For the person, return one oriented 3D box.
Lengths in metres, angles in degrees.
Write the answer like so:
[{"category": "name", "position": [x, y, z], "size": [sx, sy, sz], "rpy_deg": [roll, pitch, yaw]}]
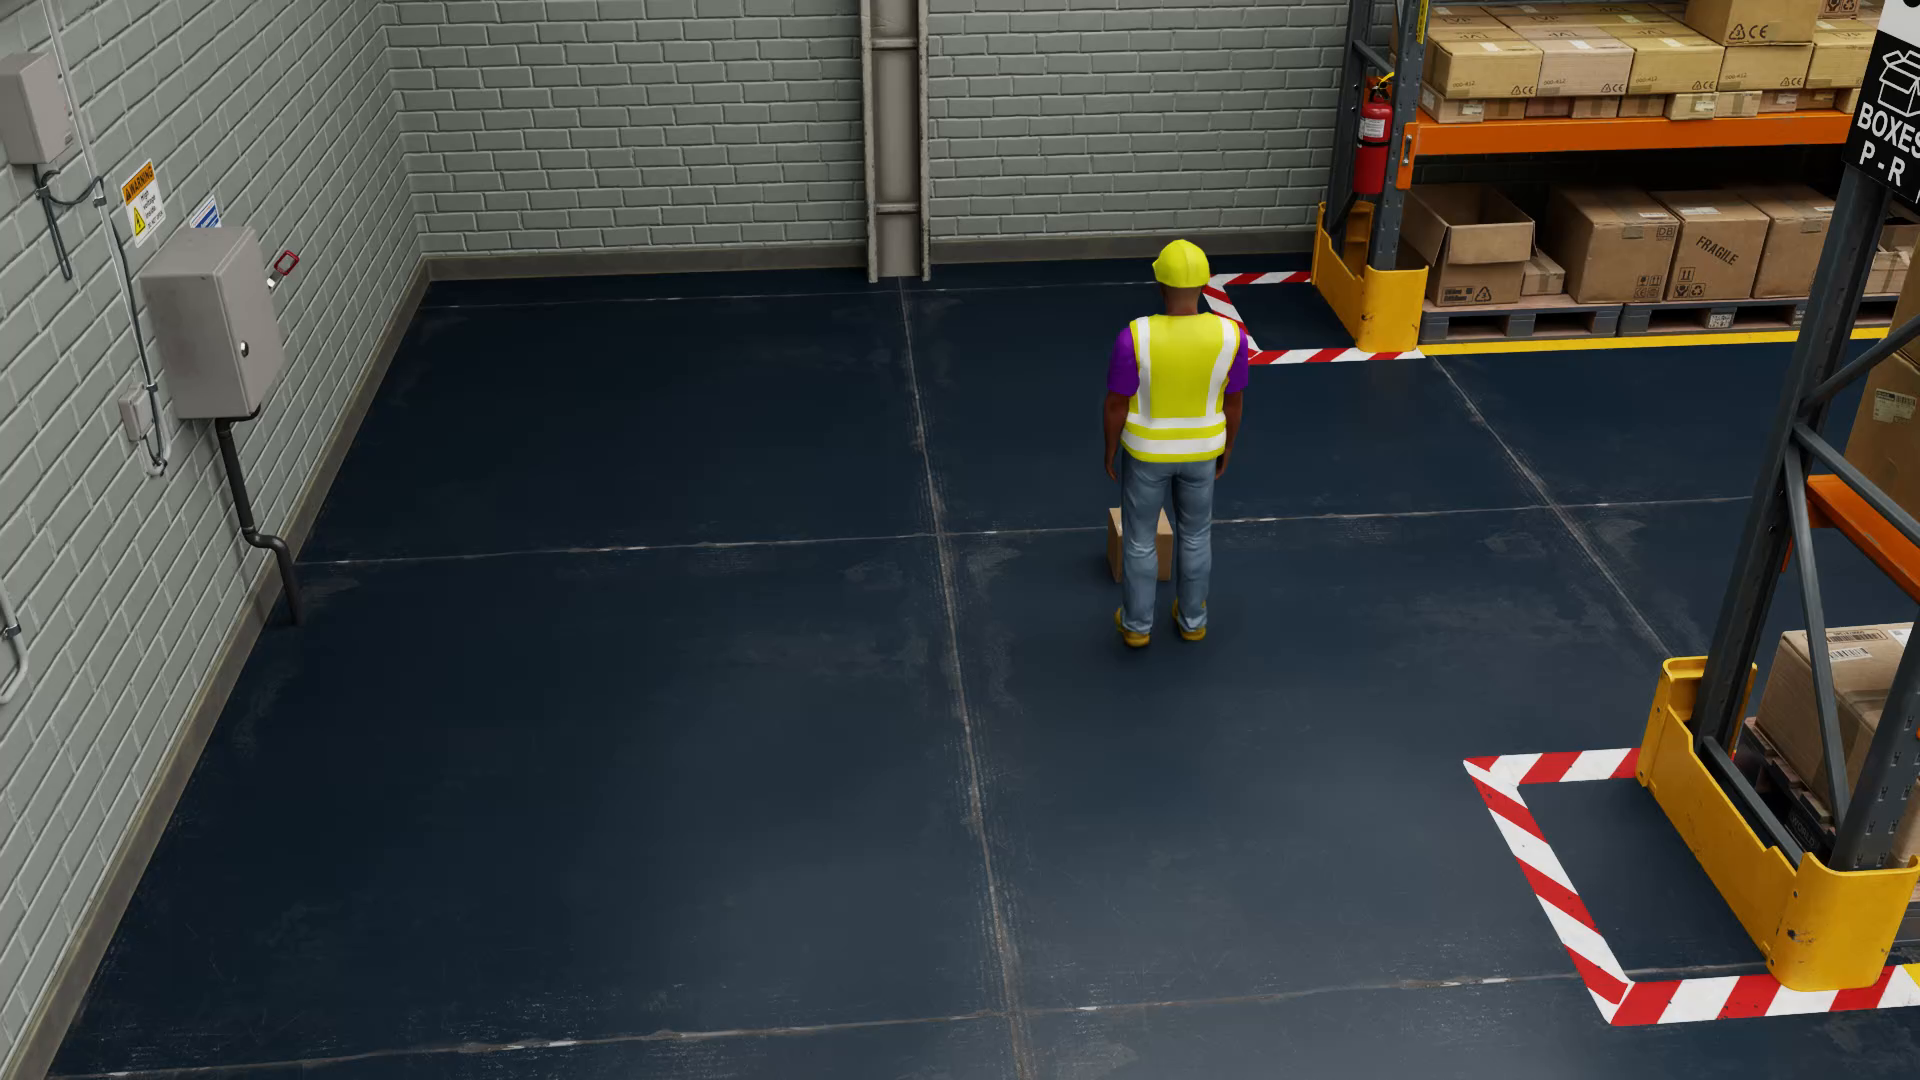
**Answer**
[{"category": "person", "position": [0.849, -0.369, 6.746], "size": [0.563, 1.778, 0.362], "rpy_deg": [-2, 31, -3]}]
